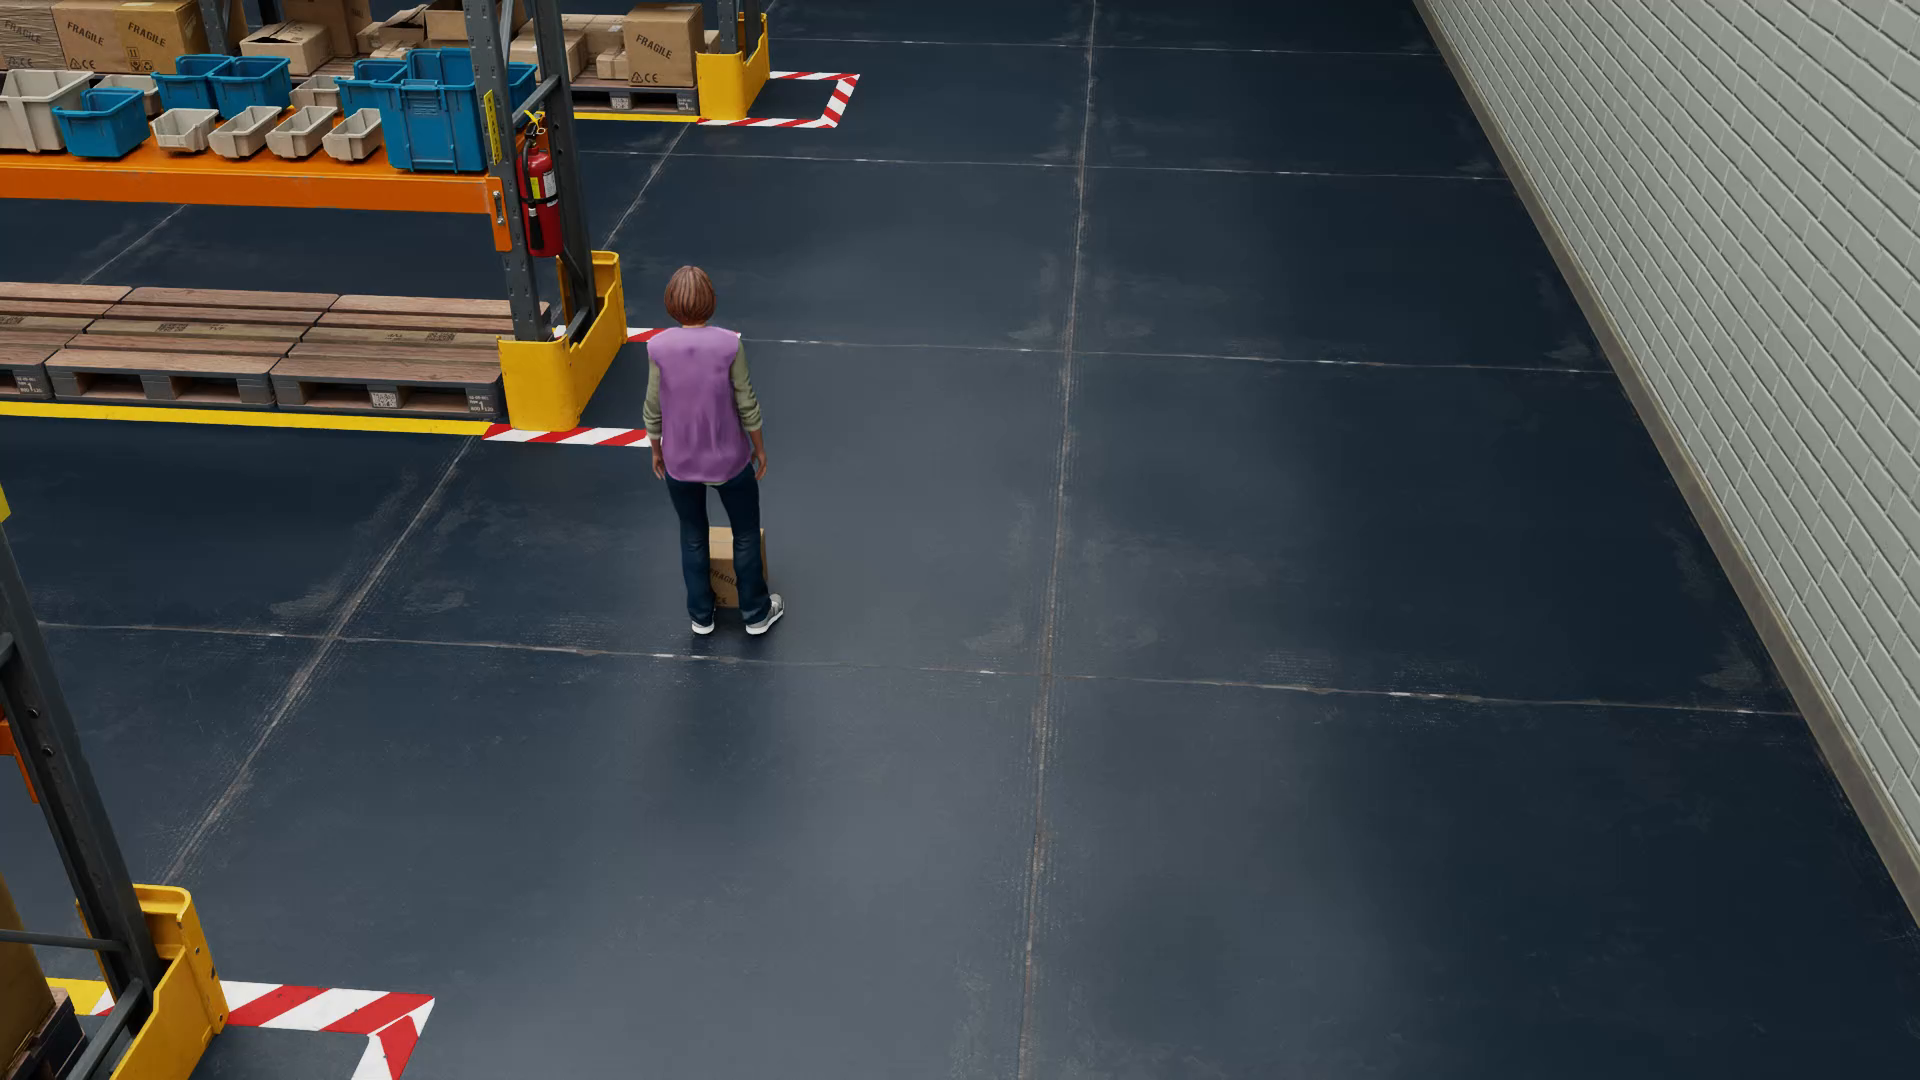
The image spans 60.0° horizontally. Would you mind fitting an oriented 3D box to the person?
[{"bbox_3d":[-1.001,-0.320,6.650,0.485,1.594,0.341,1,32,1],"label":"person"}]
